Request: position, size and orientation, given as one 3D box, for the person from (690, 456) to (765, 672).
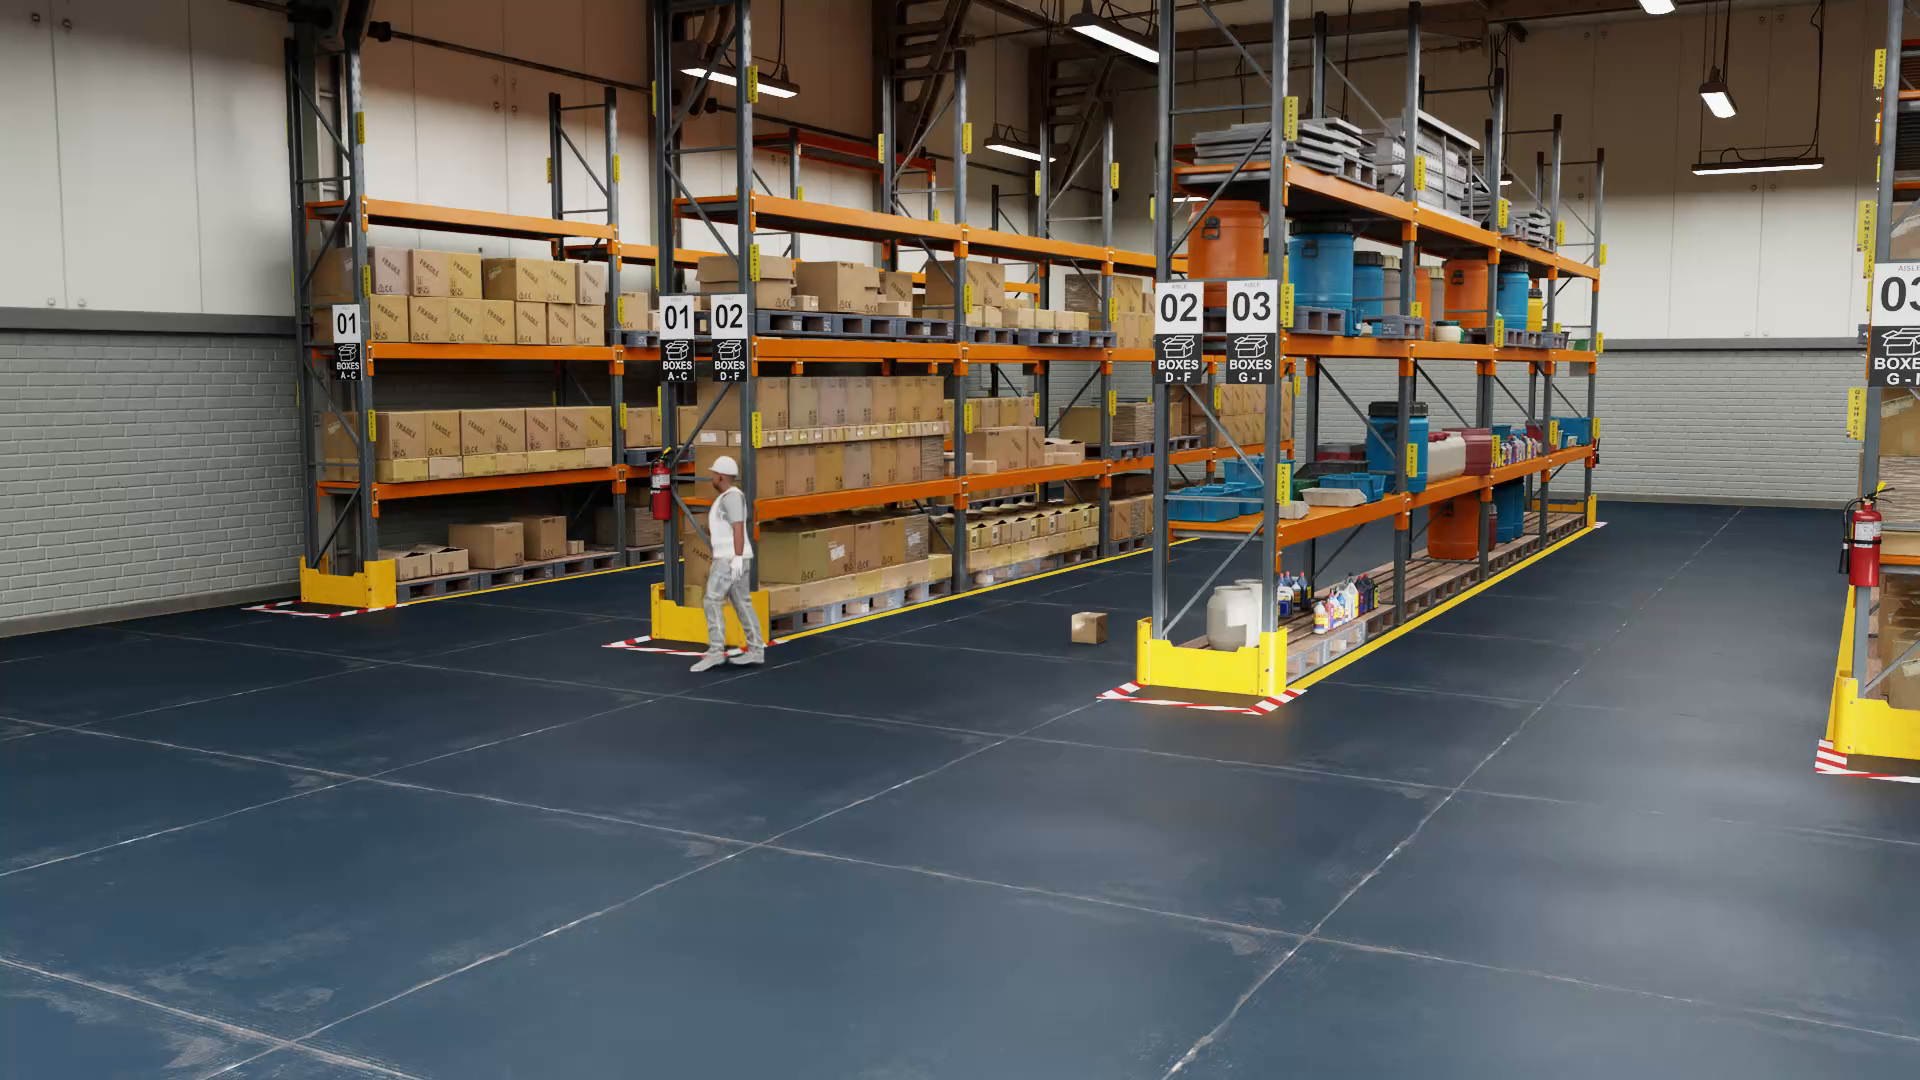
[{"bbox_3d":[-1.971,0.189,14.133,0.604,1.798,0.626,0,6,-2],"label":"person"}]
